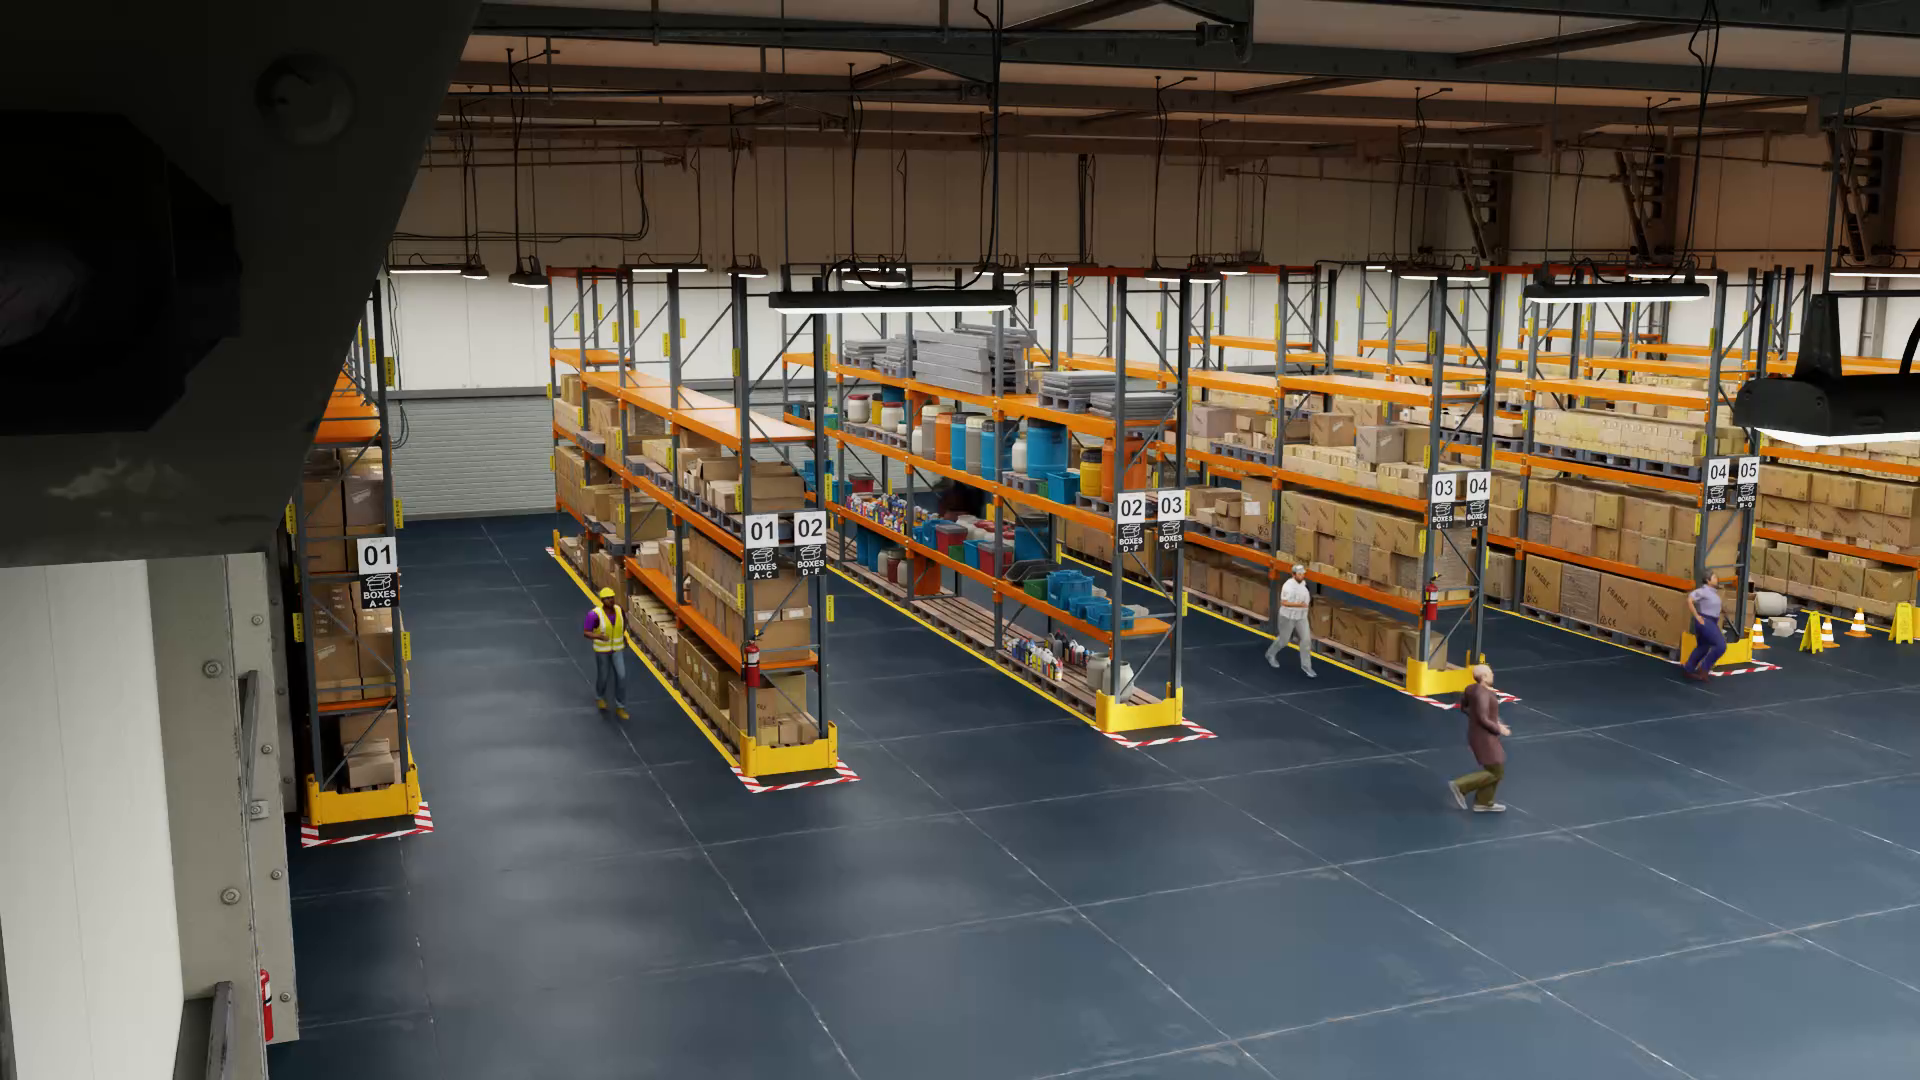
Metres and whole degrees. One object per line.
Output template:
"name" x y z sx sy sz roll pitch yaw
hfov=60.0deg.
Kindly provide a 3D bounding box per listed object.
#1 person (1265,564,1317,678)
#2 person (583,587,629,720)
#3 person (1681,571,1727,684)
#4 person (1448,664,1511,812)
"person" 5.005 1.178 25.076 0.568 1.684 0.901 -6 12 -32
"person" -4.830 1.537 22.775 0.678 1.819 0.800 -6 11 -29
"person" 11.088 1.284 24.689 0.606 1.647 0.611 5 11 28
"person" 5.865 2.244 18.789 0.707 1.727 0.713 0 10 0
